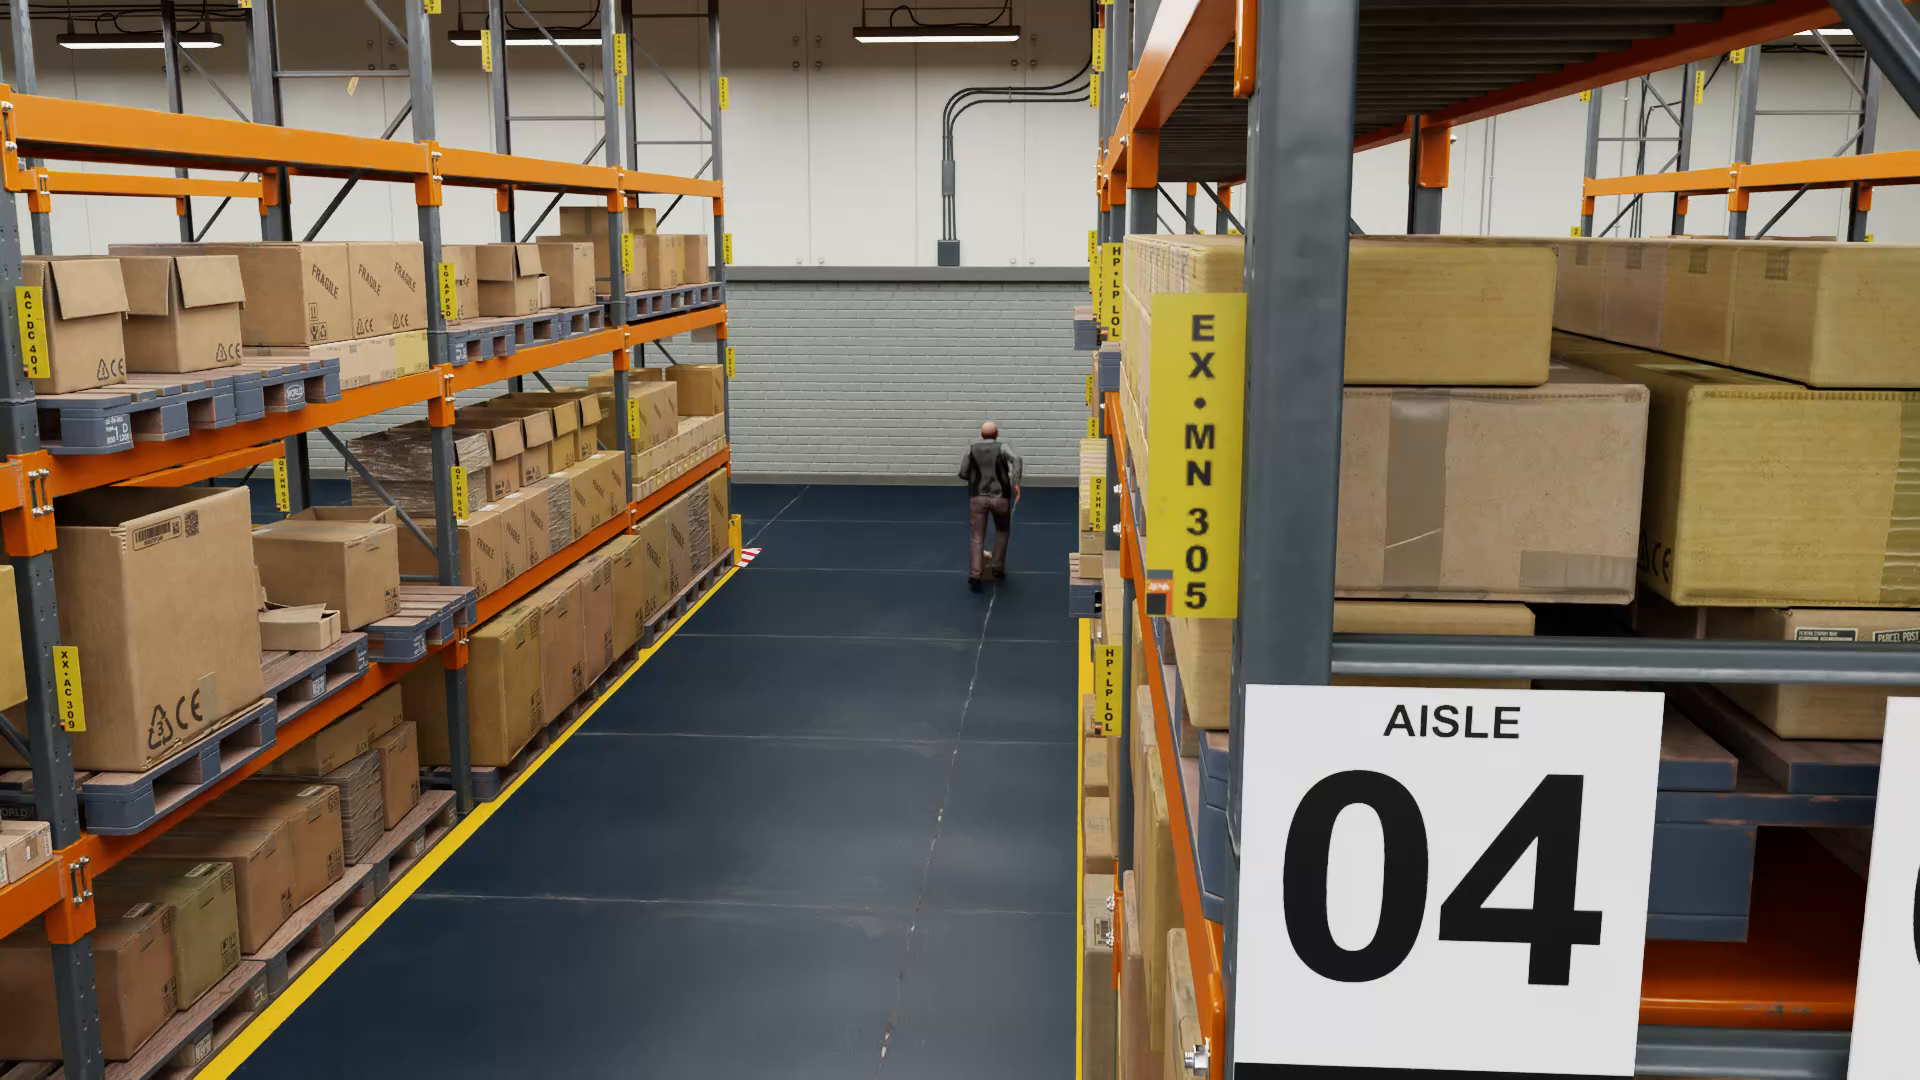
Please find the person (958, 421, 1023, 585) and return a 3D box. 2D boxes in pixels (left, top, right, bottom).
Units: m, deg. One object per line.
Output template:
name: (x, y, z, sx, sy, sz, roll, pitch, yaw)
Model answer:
person: (0.356, -0.379, 17.170, 0.560, 1.649, 0.965, 0, 11, -1)
